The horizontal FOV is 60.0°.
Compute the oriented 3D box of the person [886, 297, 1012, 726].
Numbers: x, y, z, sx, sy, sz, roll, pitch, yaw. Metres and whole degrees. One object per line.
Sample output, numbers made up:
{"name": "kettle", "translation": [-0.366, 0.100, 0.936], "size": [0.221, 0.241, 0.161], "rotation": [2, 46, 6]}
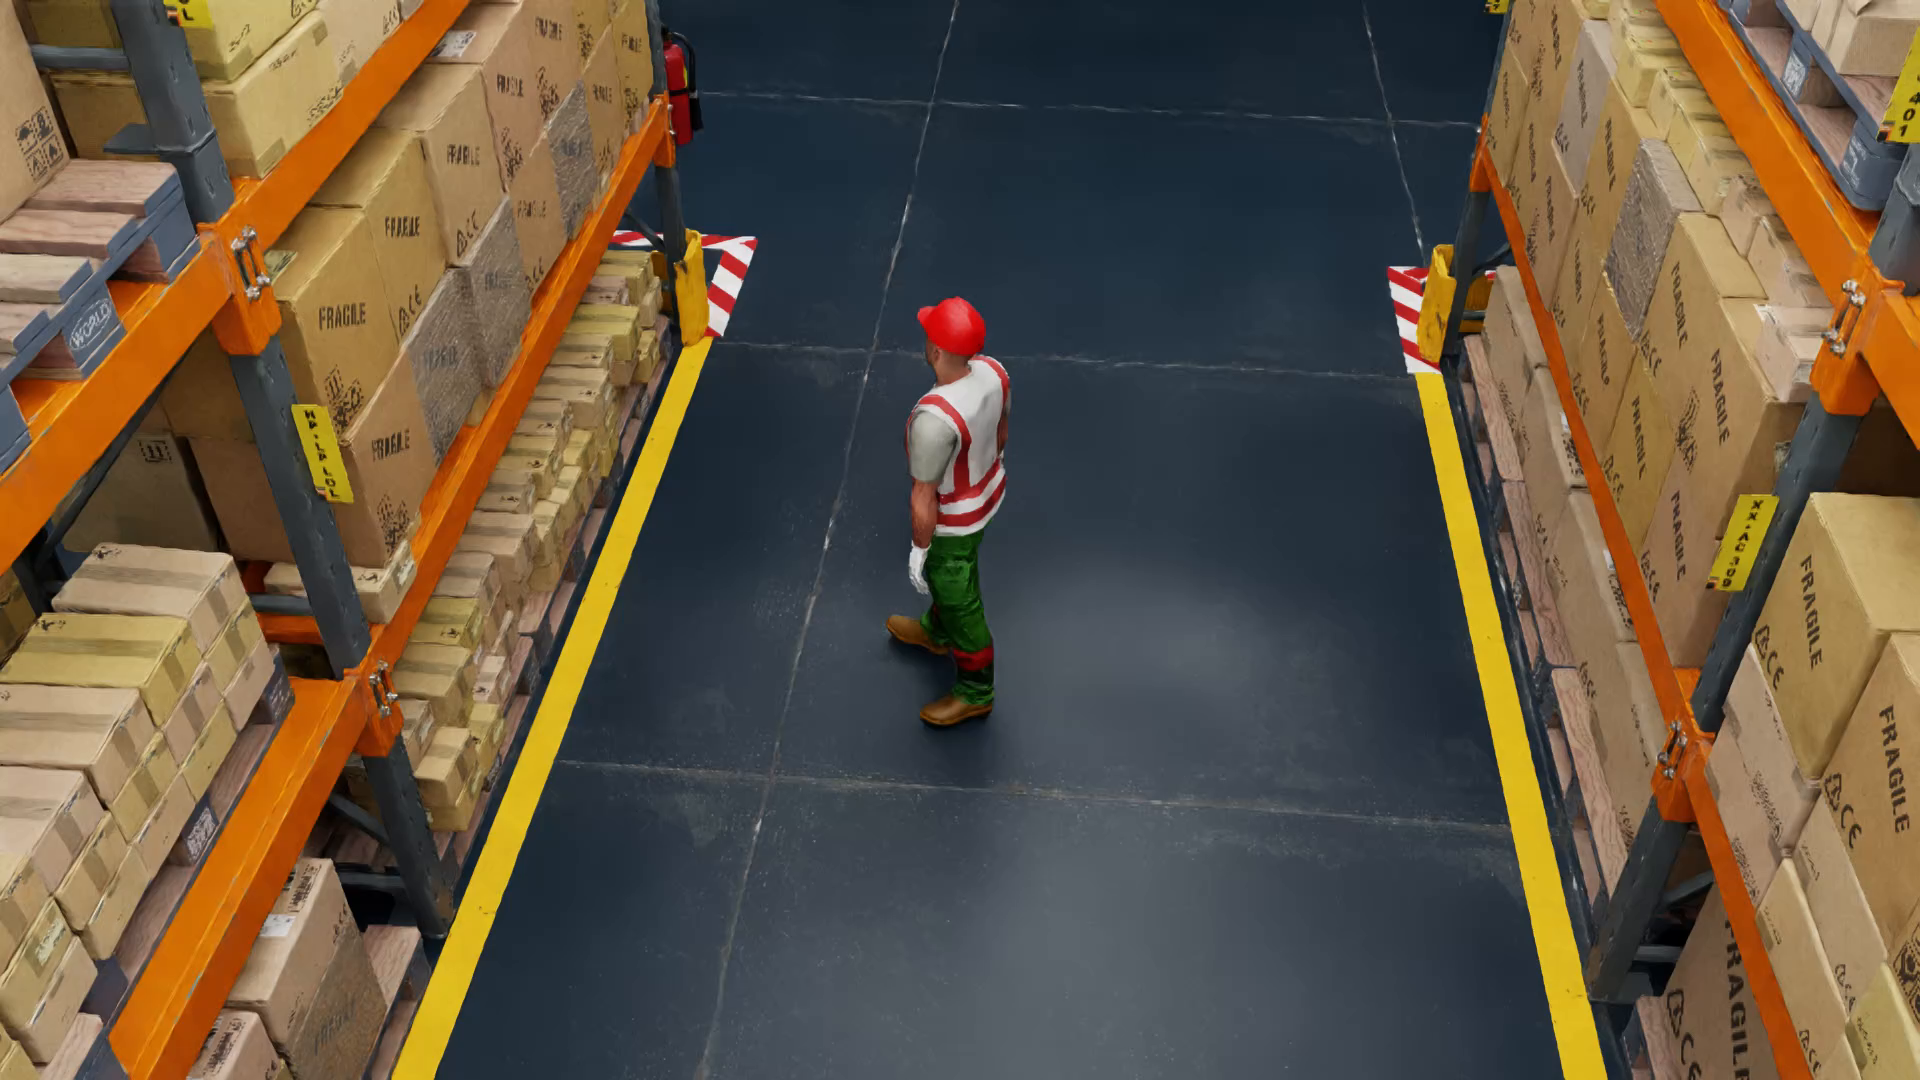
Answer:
{"name": "person", "translation": [-0.080, -0.157, 6.290], "size": [0.607, 1.785, 0.757], "rotation": [17, 43, 19]}
